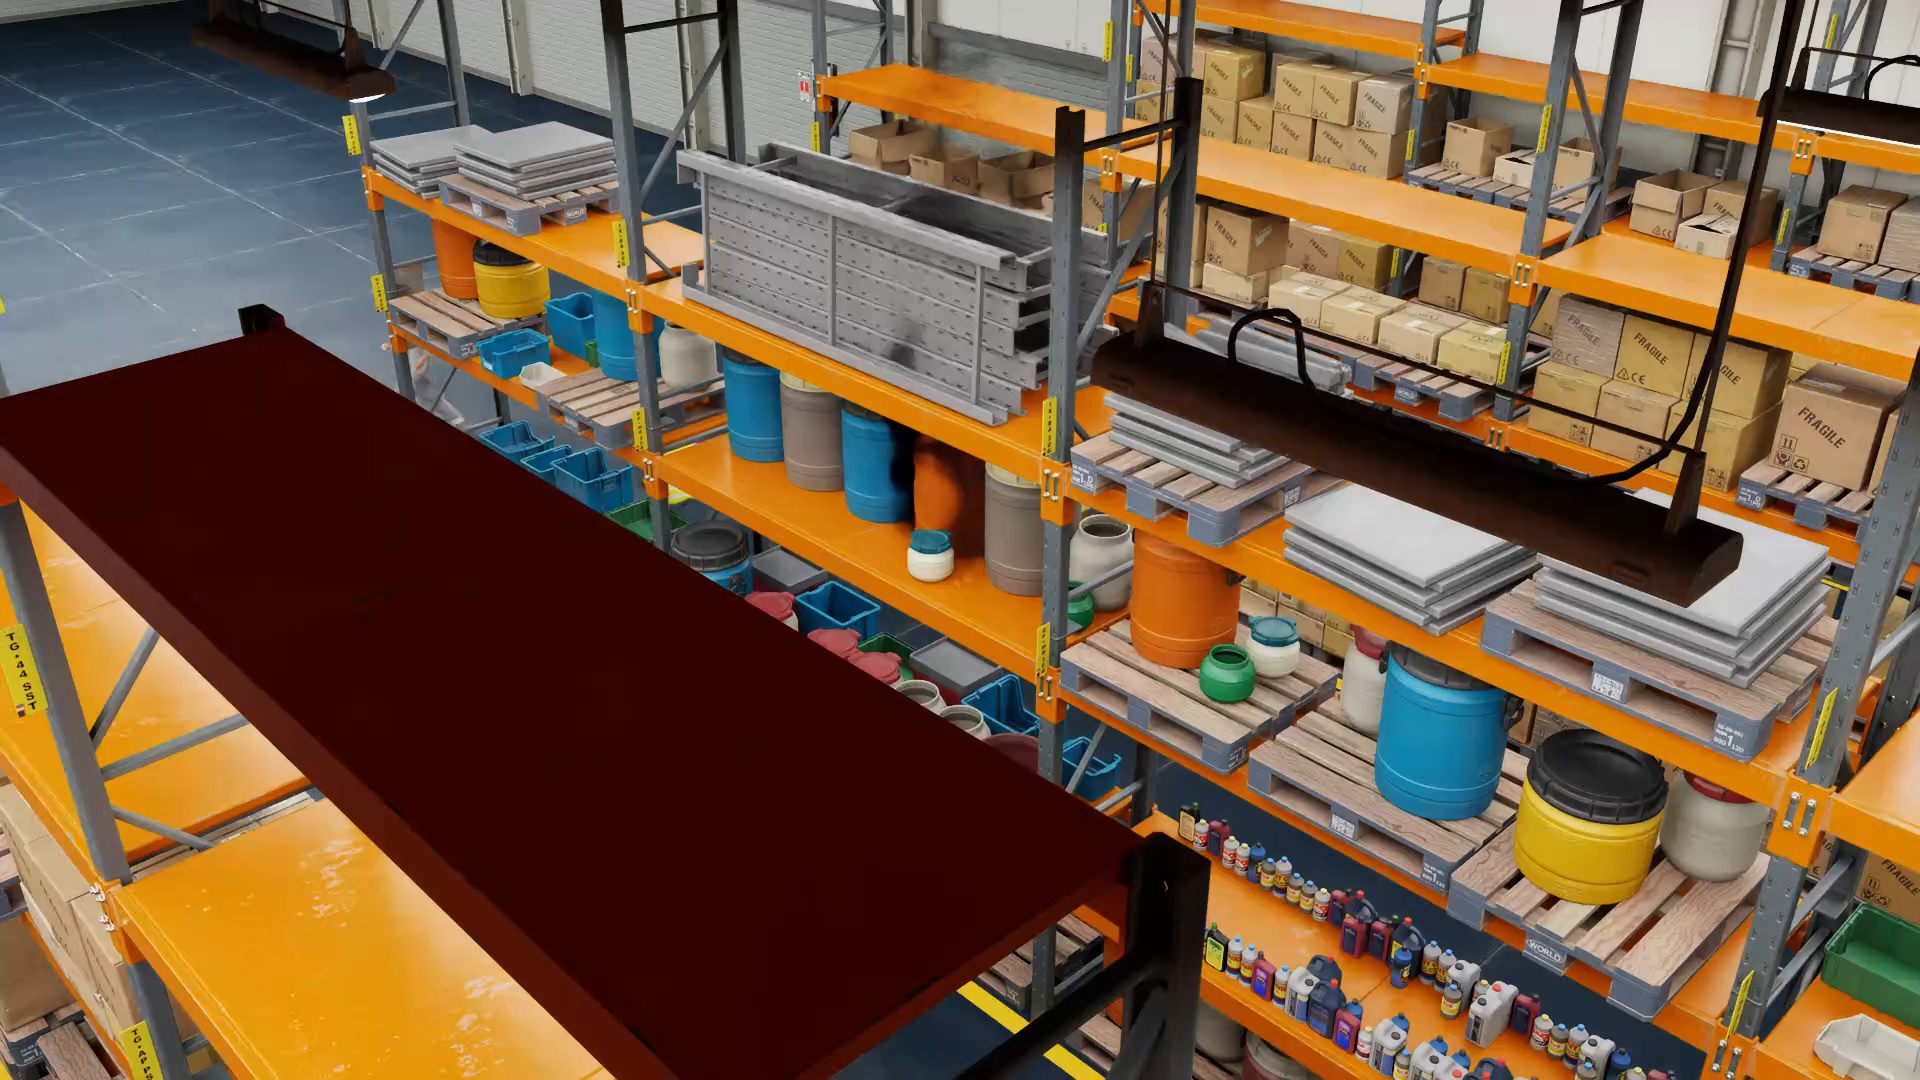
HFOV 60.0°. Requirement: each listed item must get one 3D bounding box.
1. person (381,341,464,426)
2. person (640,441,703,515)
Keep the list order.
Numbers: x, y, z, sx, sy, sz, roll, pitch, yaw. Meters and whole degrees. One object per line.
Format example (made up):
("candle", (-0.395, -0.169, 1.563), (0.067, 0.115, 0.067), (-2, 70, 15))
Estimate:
("person", (-6.096, -1.907, 18.687), (0.825, 1.698, 0.570), (-6, 29, -12))
("person", (-2.744, -0.424, 15.823), (0.660, 1.702, 0.692), (19, 34, 32))
